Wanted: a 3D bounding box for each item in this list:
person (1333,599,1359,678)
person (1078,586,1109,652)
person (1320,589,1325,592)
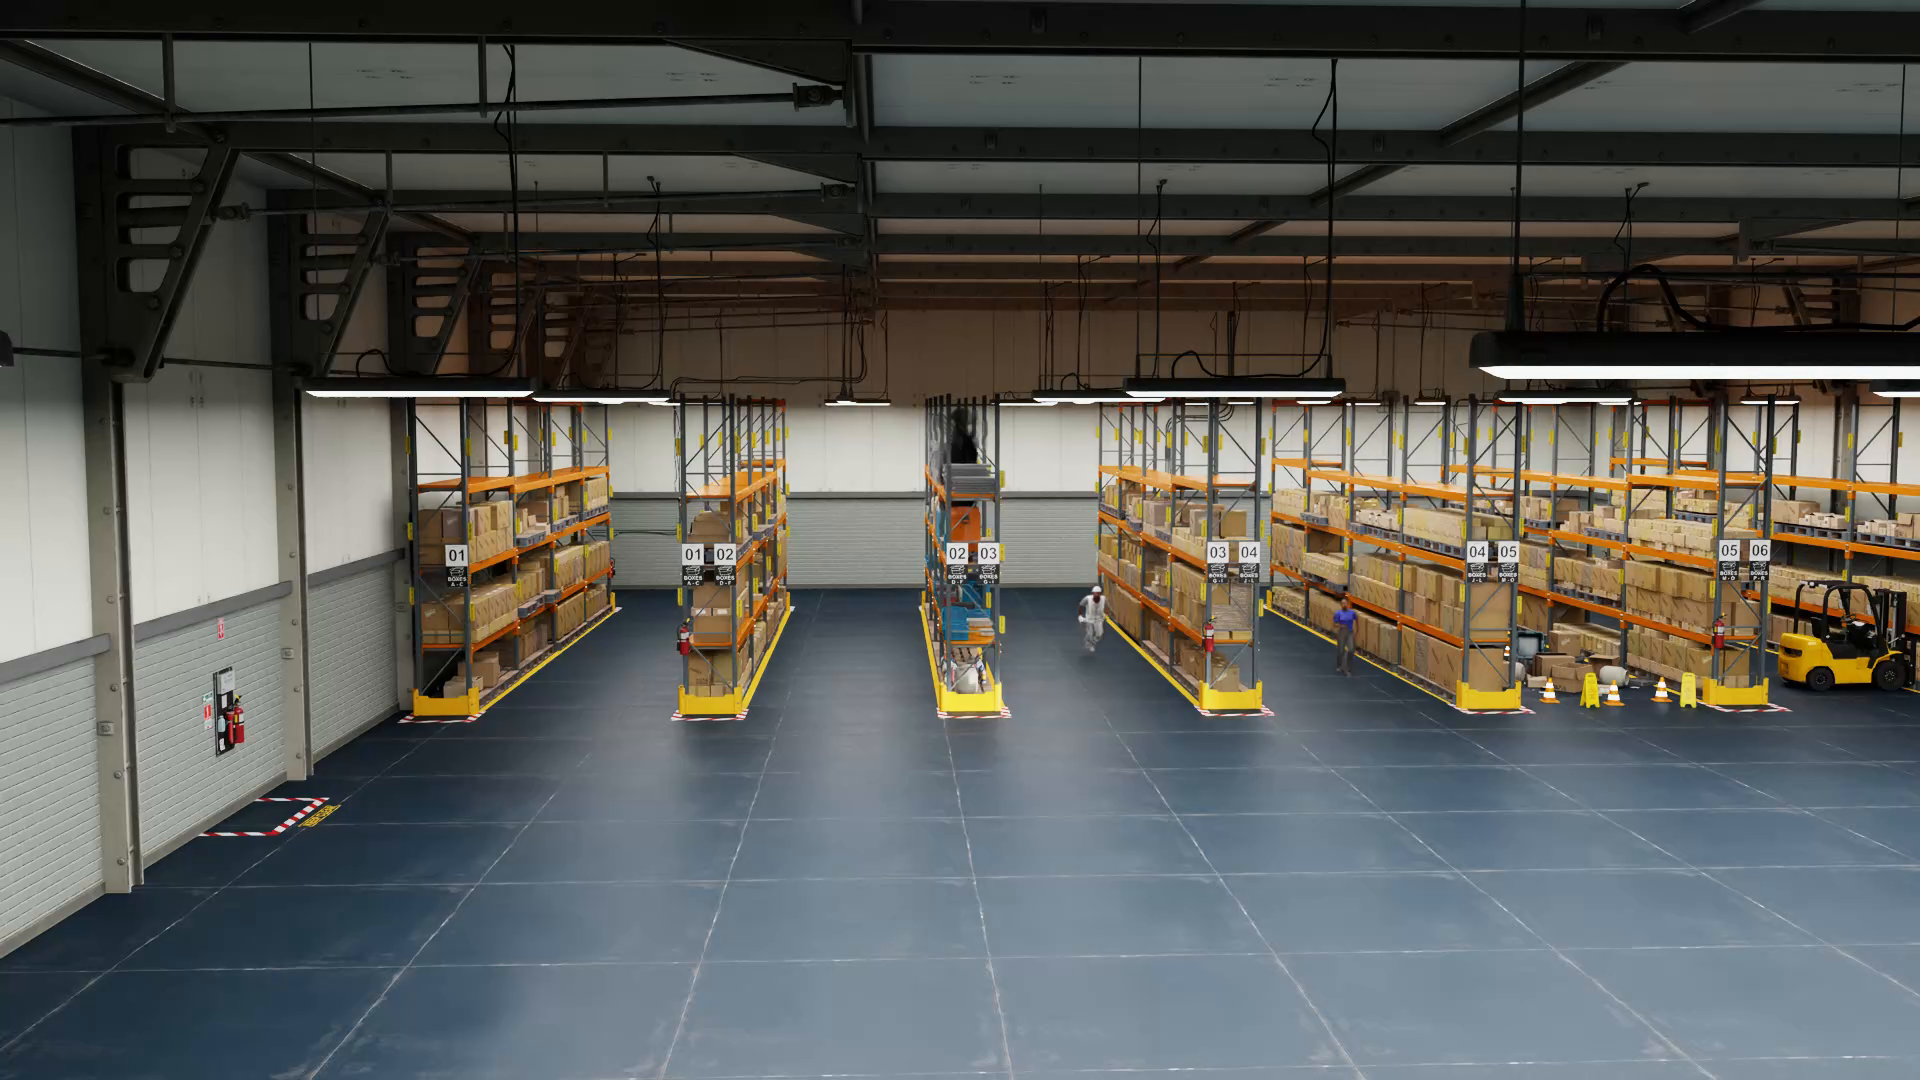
[{"bbox_3d":[8.282,2.108,35.709,0.582,1.677,0.765,0,5,4],"label":"person"},{"bbox_3d":[3.010,1.767,37.427,0.678,1.511,0.827,-1,5,-13],"label":"person"},{"bbox_3d":[10.583,0.961,49.895,0.873,1.599,0.530,-2,5,-27],"label":"person"}]
